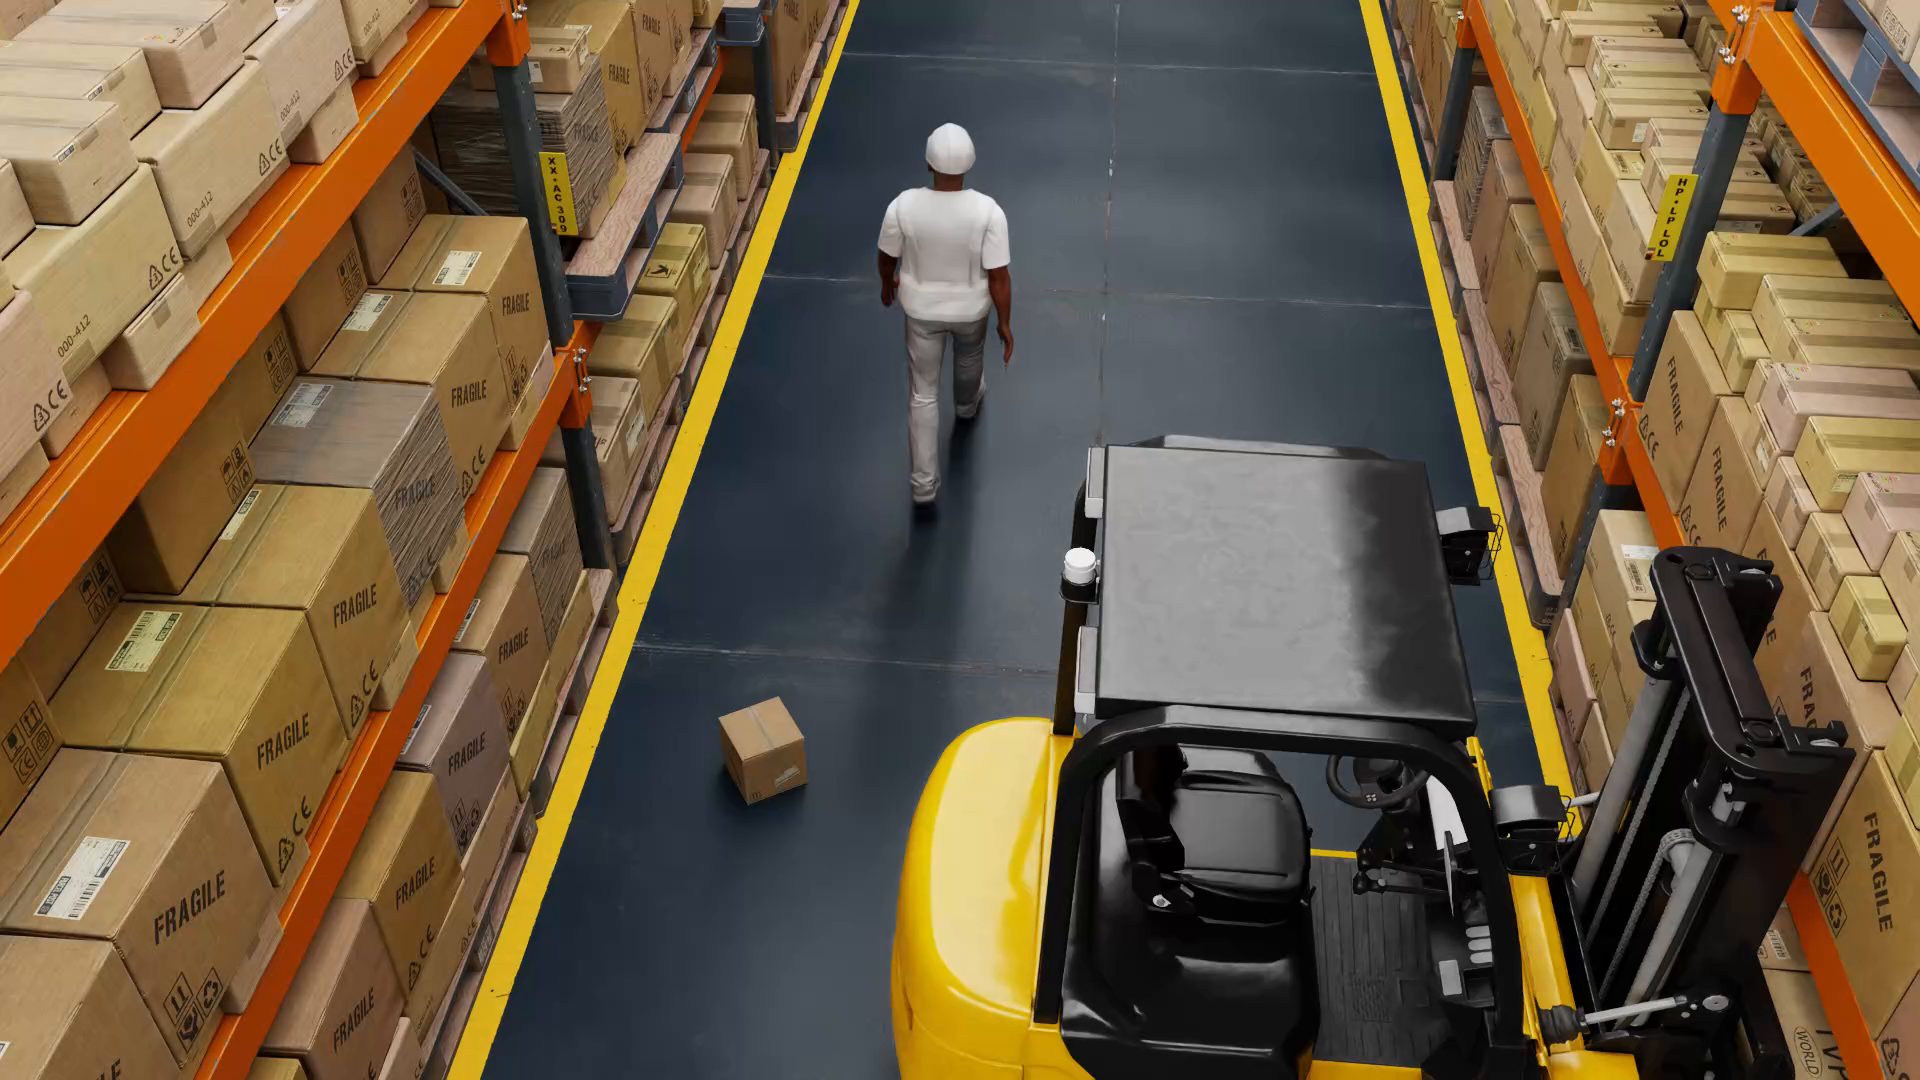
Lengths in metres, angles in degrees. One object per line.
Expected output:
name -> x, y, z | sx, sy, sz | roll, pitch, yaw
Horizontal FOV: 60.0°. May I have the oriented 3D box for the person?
person -> -0.064, -1.090, 7.457 | 0.604, 1.718, 1.081 | 0, 40, -1
